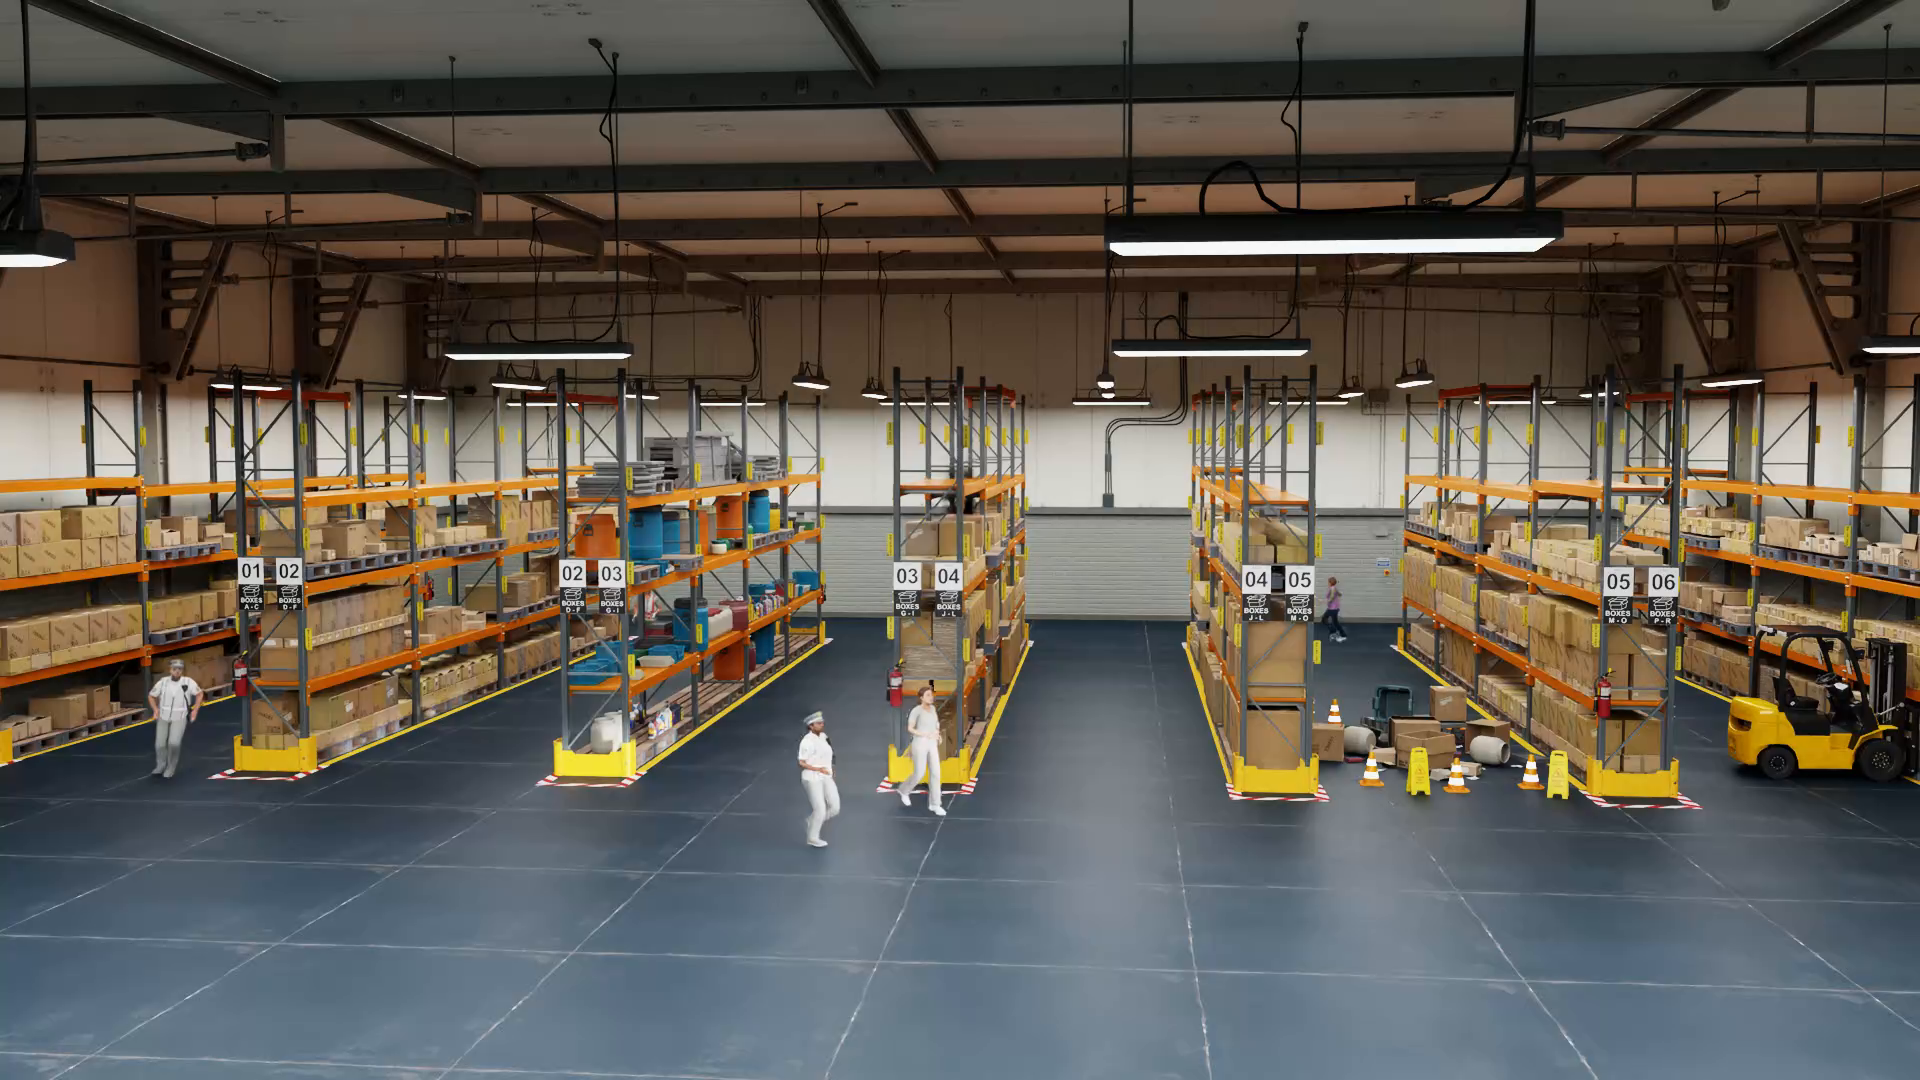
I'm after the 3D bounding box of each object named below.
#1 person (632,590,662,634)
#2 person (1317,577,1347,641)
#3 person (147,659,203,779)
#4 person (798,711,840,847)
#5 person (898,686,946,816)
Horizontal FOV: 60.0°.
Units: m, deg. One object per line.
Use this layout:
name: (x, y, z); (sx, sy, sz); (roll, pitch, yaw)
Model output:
person: (-7.029, 1.815, 37.382); (0.660, 1.737, 0.596); (0, 4, -7)
person: (9.066, 1.698, 40.532); (0.720, 1.552, 0.500); (0, 4, 5)
person: (-11.564, 2.626, 24.473); (0.720, 1.764, 0.636); (-1, 4, -14)
person: (-1.698, 2.910, 20.282); (0.547, 1.653, 0.570); (3, 4, 36)
person: (-0.490, 2.787, 22.217); (0.577, 1.688, 0.848); (-3, 5, -42)
